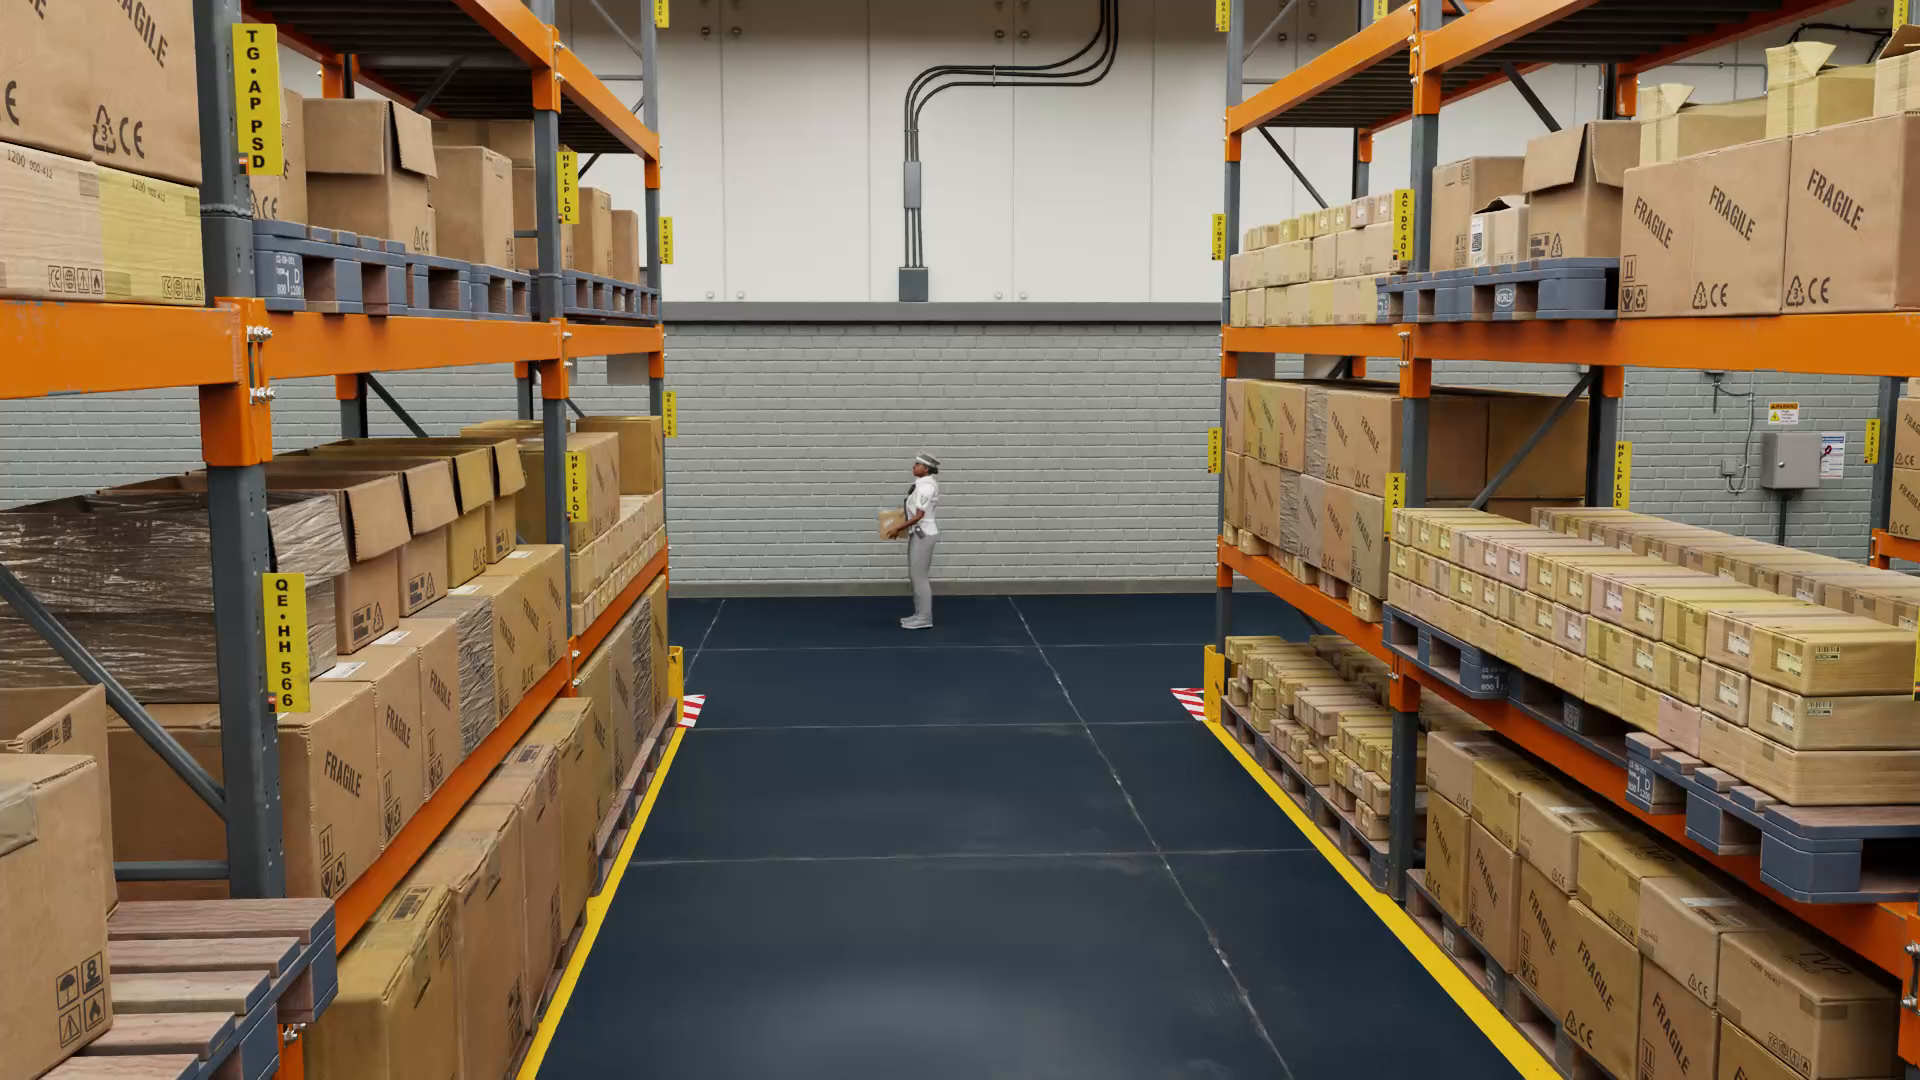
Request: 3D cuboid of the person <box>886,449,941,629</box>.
[{"bbox_3d":[-0.445,-0.017,15.744,0.530,1.697,0.455,0,7,-4],"label":"person"}]
